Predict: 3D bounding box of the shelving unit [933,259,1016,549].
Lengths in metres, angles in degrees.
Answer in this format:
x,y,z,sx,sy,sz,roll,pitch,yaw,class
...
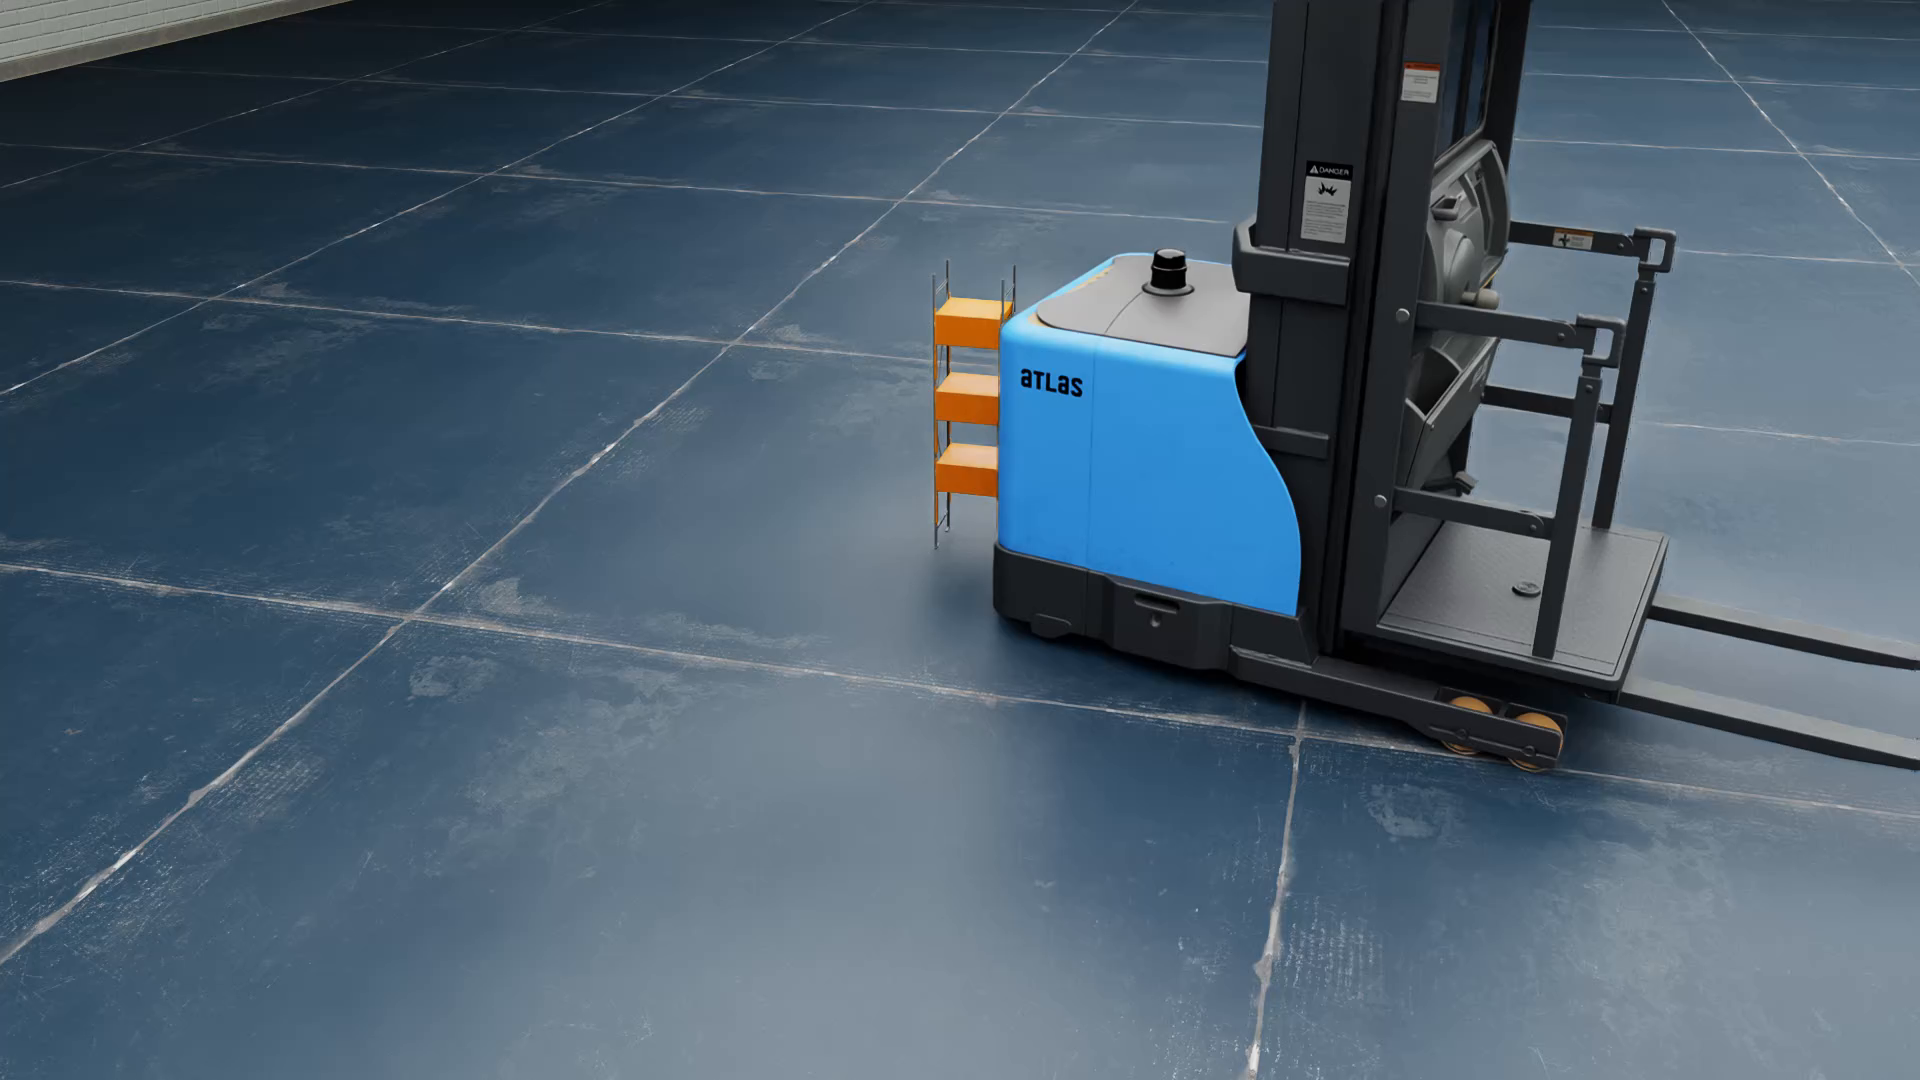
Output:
x,y,z,sx,sy,sz,roll,pitch,yaw,class
0.052,-0.468,6.012,0.252,1.050,0.215,6,26,13,shelving unit

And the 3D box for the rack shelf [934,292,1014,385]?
x,y,z,sx,sy,sz,roll,pitch,yaw,class
0.052,-0.715,5.895,0.240,0.259,0.215,6,26,13,rack shelf

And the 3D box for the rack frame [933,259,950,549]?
x,y,z,sx,sy,sz,roll,pitch,yaw,class
-0.066,-0.481,6.040,0.008,1.050,0.200,6,26,13,rack frame

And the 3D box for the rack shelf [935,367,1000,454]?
x,y,z,sx,sy,sz,roll,pitch,yaw,class
0.052,-0.459,6.017,0.240,0.259,0.215,6,26,13,rack shelf

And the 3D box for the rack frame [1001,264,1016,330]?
x,y,z,sx,sy,sz,roll,pitch,yaw,class
0.170,-0.455,5.985,0.008,1.050,0.200,6,26,13,rack frame

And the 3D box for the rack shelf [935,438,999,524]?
x,y,z,sx,sy,sz,roll,pitch,yaw,class
0.052,-0.208,6.136,0.240,0.259,0.215,6,26,13,rack shelf

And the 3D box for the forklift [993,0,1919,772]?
x,y,z,sx,sy,sz,roll,pitch,yaw,class
1.656,-0.911,4.753,3.031,2.935,1.130,13,28,25,forklift
